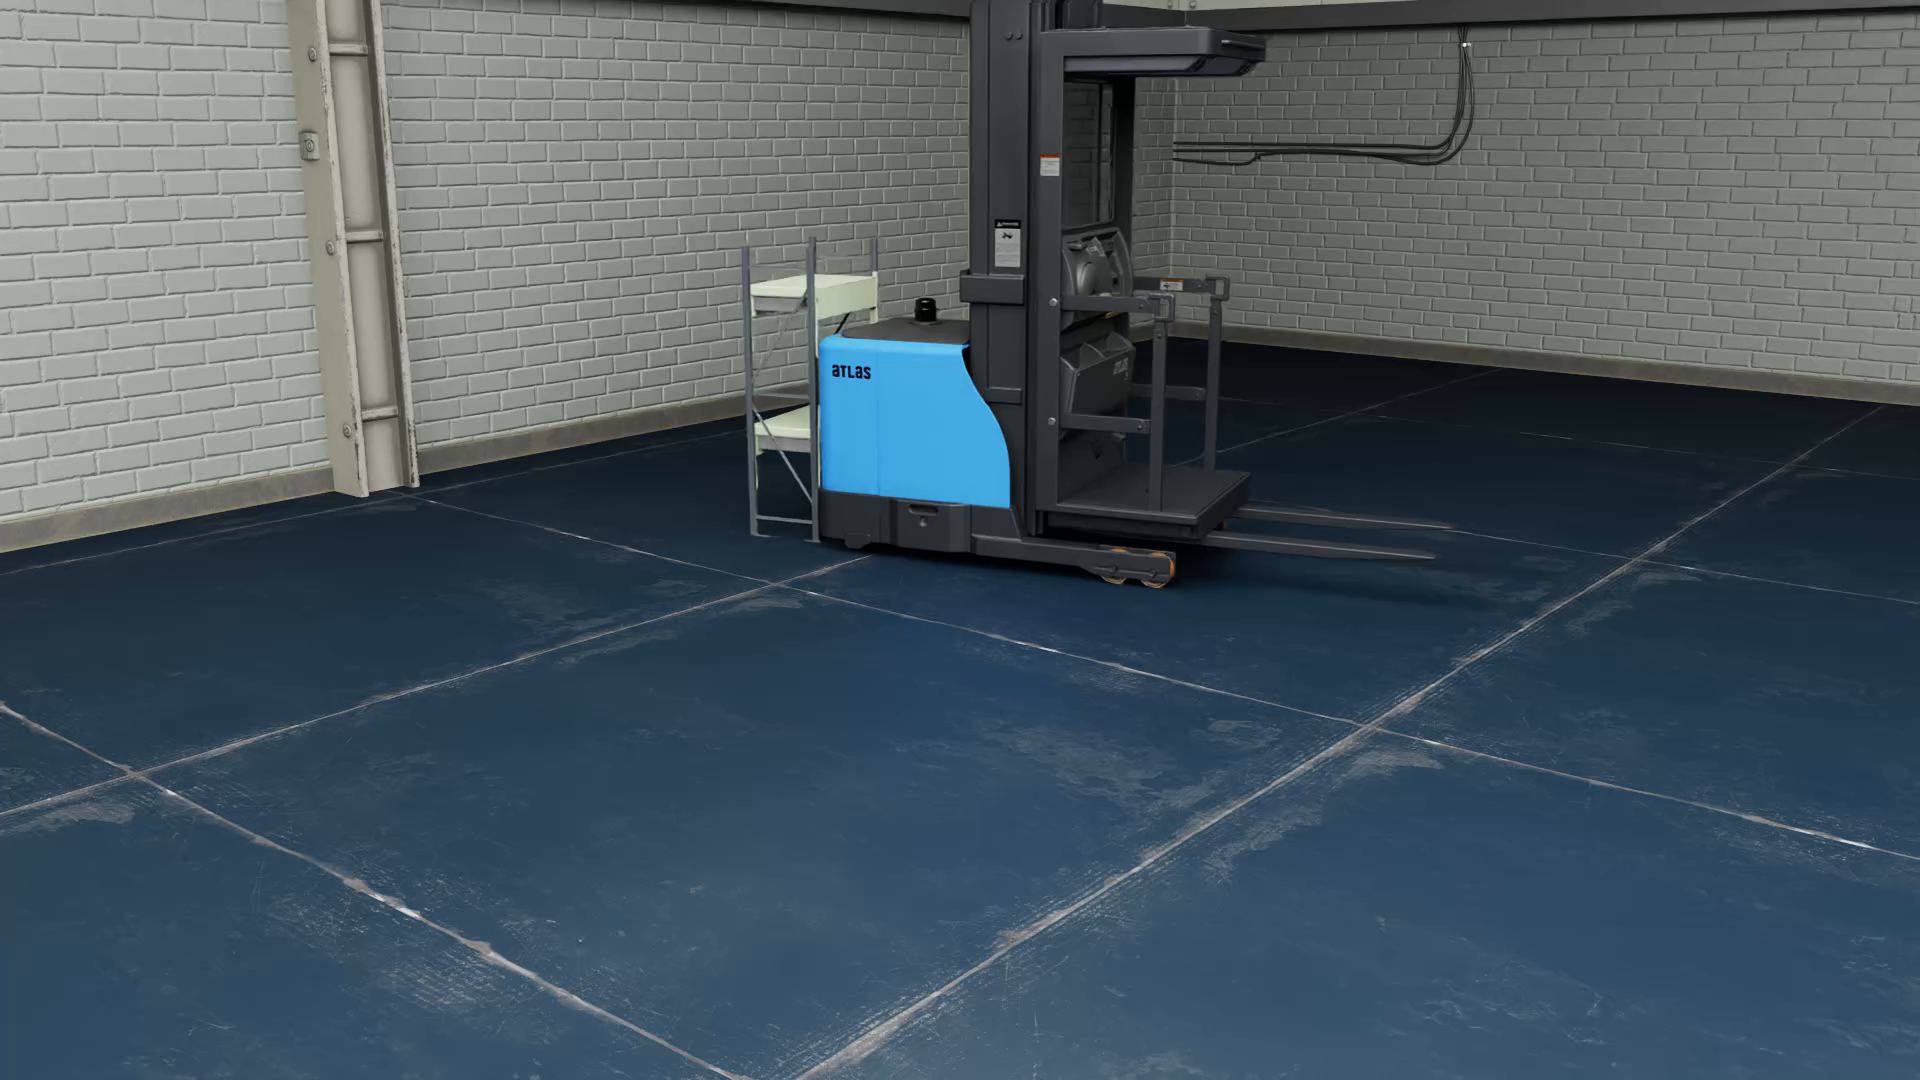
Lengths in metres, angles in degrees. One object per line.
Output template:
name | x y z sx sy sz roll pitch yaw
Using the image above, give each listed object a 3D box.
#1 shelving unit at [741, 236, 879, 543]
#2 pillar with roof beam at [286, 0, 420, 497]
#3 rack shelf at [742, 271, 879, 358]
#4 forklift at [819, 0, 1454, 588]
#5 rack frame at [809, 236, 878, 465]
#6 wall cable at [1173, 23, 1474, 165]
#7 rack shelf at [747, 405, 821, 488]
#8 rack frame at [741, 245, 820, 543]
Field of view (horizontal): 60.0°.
shelving unit | -0.769 -0.816 8.788 0.431 1.500 0.755 6 15 22
pillar with roof beam | -0.101 -4.002 6.099 9.100 9.000 0.400 11 18 38
rack shelf | -0.769 -1.194 8.692 0.431 0.370 0.720 6 15 22
forklift | 0.852 -1.344 7.962 3.031 2.935 1.130 6 15 22
rack frame | -0.630 -0.899 9.116 0.400 1.500 0.023 6 15 22
wall cable | 3.202 -4.672 15.042 3.097 2.526 0.112 11 18 38
rack shelf | -0.769 -0.500 8.868 0.431 0.370 0.720 6 15 22
rack frame | -0.909 -0.733 8.460 0.400 1.500 0.023 6 15 22
